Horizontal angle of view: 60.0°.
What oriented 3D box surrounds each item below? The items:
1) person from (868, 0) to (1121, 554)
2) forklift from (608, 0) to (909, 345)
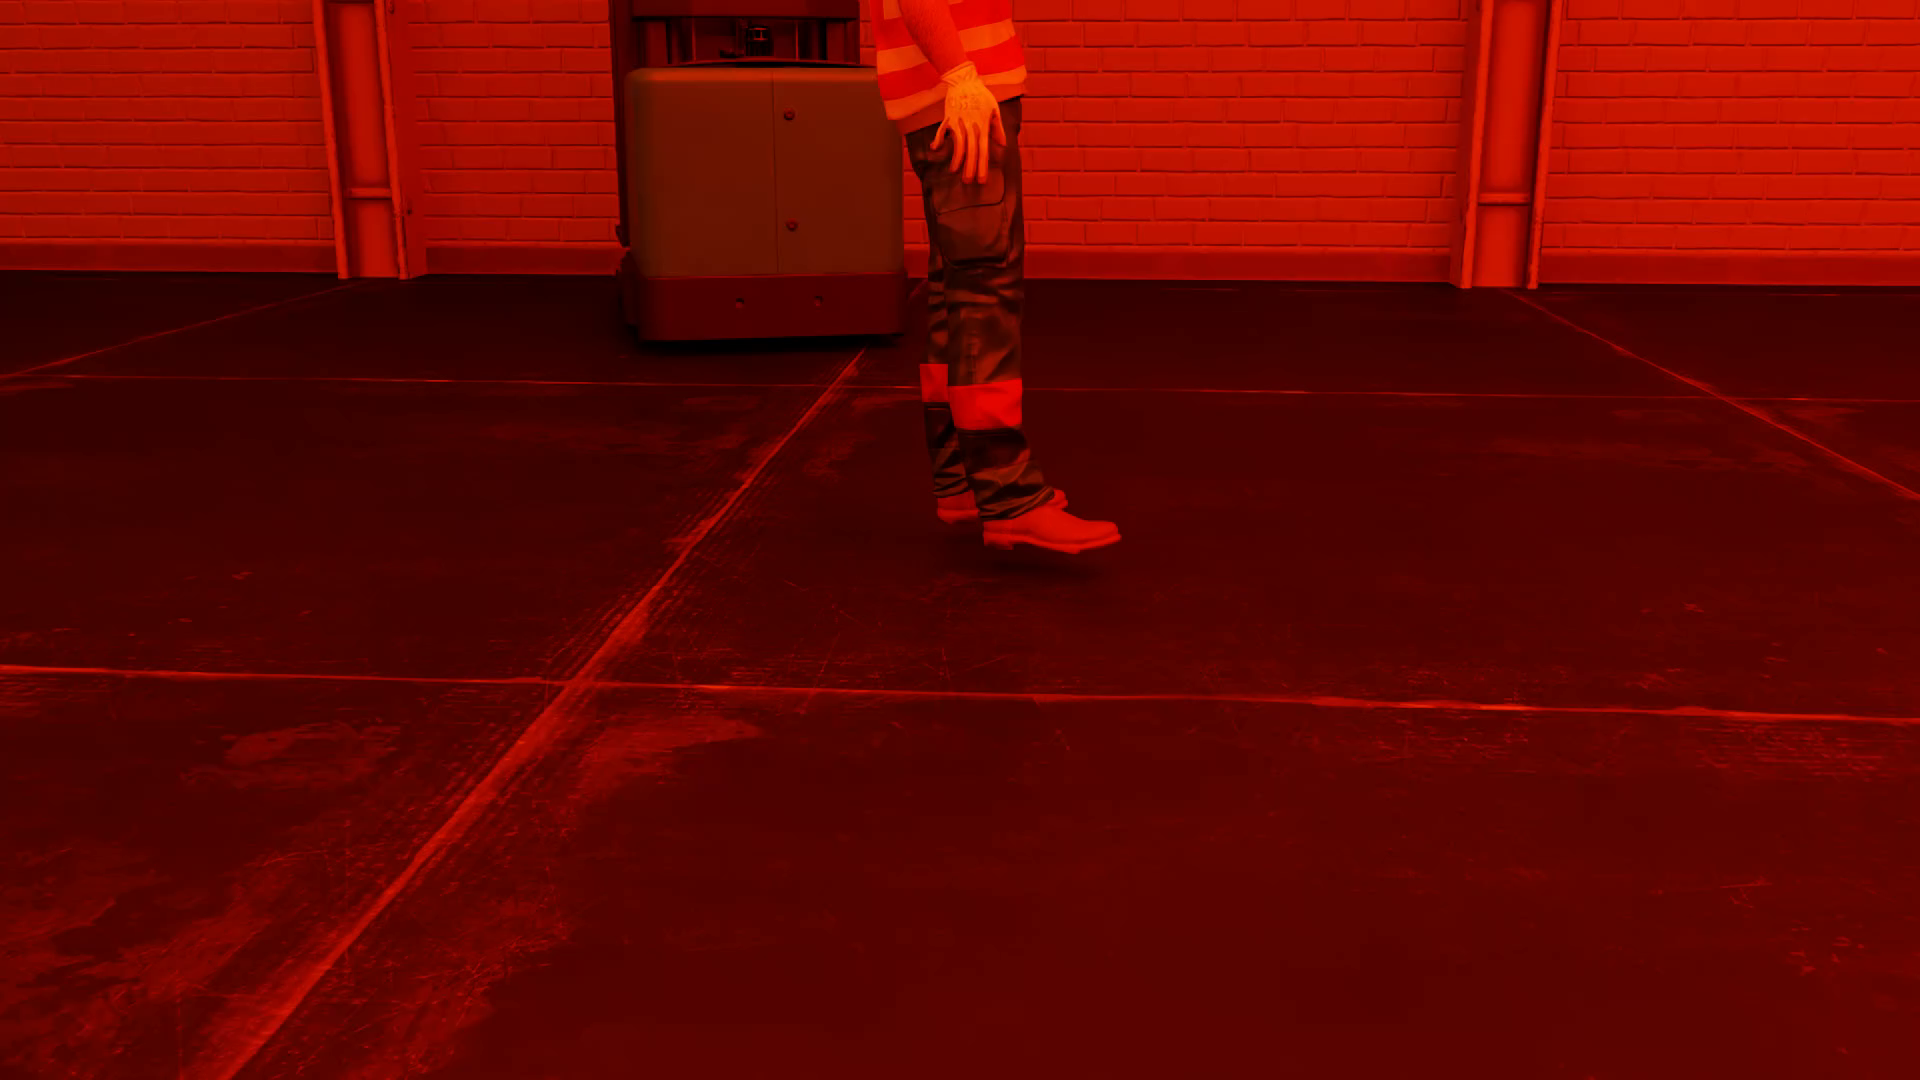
[{"bbox_3d":[0.080,-0.904,3.551,0.561,1.789,0.638,1,15,4],"label":"person"},{"bbox_3d":[-1.041,-2.513,7.472,1.130,2.935,3.031,-4,16,-13],"label":"forklift"}]
